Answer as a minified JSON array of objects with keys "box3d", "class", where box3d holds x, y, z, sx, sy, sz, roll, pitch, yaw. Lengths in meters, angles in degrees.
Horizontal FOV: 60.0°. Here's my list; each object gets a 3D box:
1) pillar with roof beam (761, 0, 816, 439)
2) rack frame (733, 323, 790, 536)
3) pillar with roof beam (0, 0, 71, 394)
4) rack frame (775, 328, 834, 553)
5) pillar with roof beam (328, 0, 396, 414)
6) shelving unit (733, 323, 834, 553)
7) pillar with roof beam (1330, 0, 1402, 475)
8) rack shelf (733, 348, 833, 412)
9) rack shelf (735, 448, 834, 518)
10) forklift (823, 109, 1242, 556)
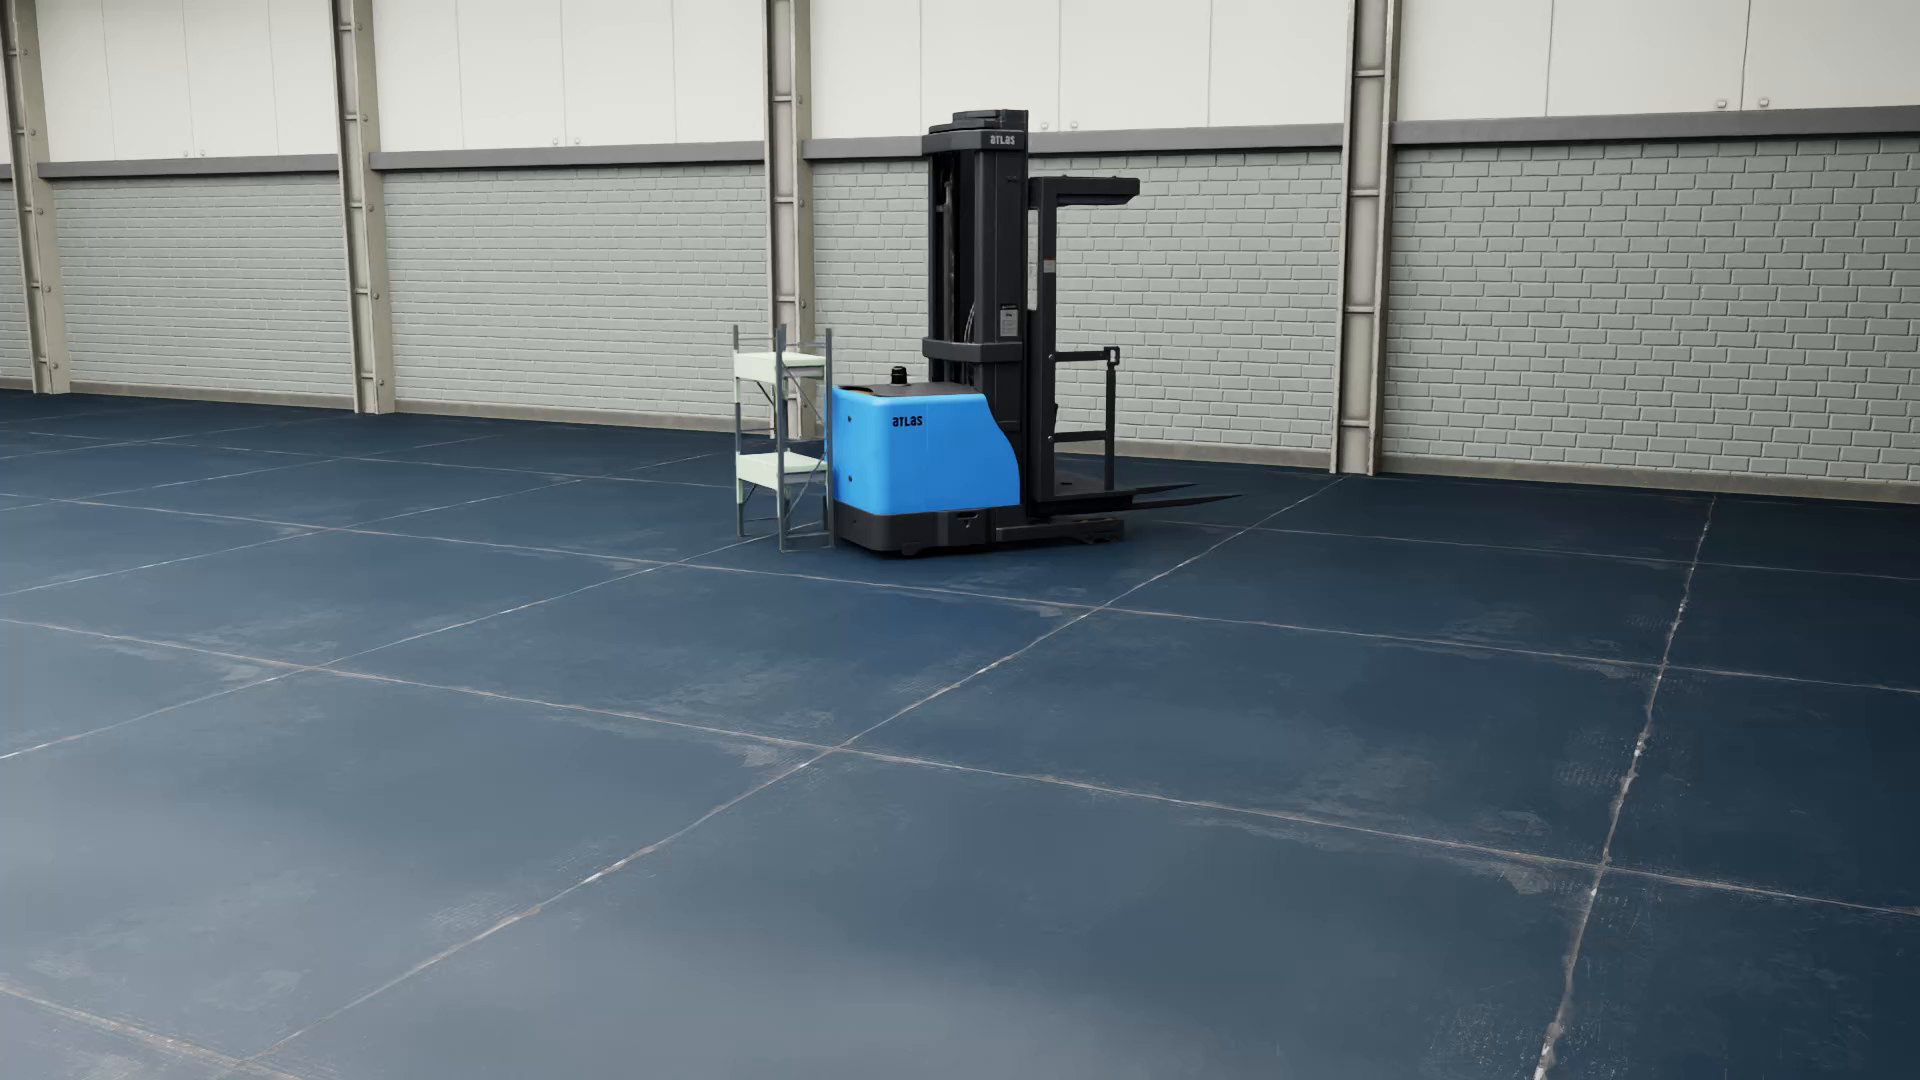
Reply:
[{"box3d":[-3.684,-4.833,13.165,0.400,9.000,9.100,5,11,26],"class":"pillar with roof beam"},{"box3d":[-1.410,-0.783,11.844,0.400,1.500,0.023,-6,12,-29],"class":"rack frame"},{"box3d":[-14.445,-5.778,18.390,0.400,9.000,9.100,5,11,26],"class":"pillar with roof beam"},{"box3d":[-1.044,-0.670,11.220,0.400,1.500,0.023,-6,12,-29],"class":"rack frame"},{"box3d":[-9.064,-5.306,15.778,0.400,9.000,9.100,5,11,26],"class":"pillar with roof beam"},{"box3d":[-1.227,-0.726,11.532,0.431,1.500,0.755,-6,12,-29],"class":"shelving unit"},{"box3d":[1.697,-4.360,10.553,0.400,9.000,9.100,5,11,26],"class":"pillar with roof beam"},{"box3d":[-1.227,-1.110,11.463,0.431,0.370,0.720,-6,12,-29],"class":"rack shelf"},{"box3d":[-1.227,-0.406,11.590,0.431,0.370,0.720,-6,12,-29],"class":"rack shelf"},{"box3d":[0.588,-1.493,11.751,3.031,2.935,1.130,-5,11,-26],"class":"forklift"}]
